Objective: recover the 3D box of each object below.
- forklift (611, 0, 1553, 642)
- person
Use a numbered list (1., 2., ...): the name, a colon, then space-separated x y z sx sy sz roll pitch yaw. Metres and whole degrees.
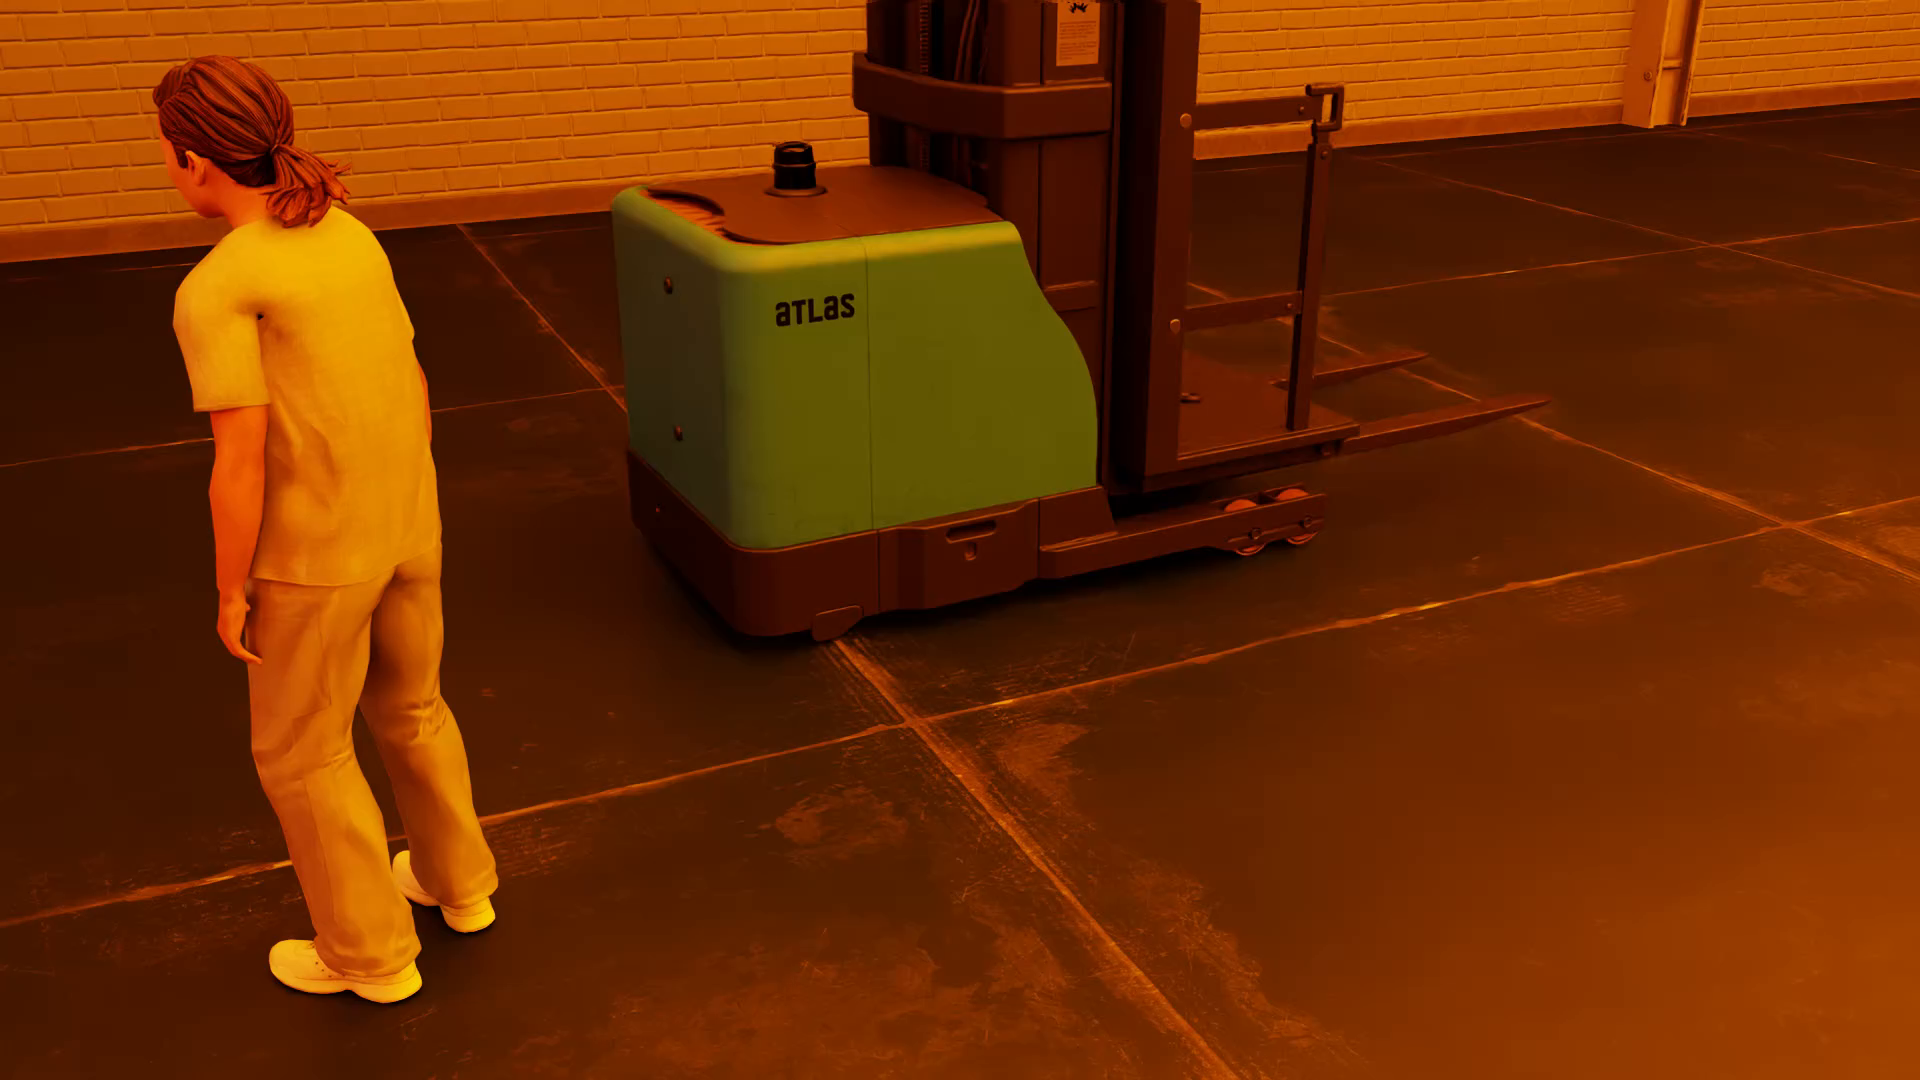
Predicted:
1. forklift: 0.540 -1.472 4.829 3.031 2.935 1.130 -12 25 -26
2. person: -1.085 0.051 2.884 0.359 1.612 0.503 10 24 22
